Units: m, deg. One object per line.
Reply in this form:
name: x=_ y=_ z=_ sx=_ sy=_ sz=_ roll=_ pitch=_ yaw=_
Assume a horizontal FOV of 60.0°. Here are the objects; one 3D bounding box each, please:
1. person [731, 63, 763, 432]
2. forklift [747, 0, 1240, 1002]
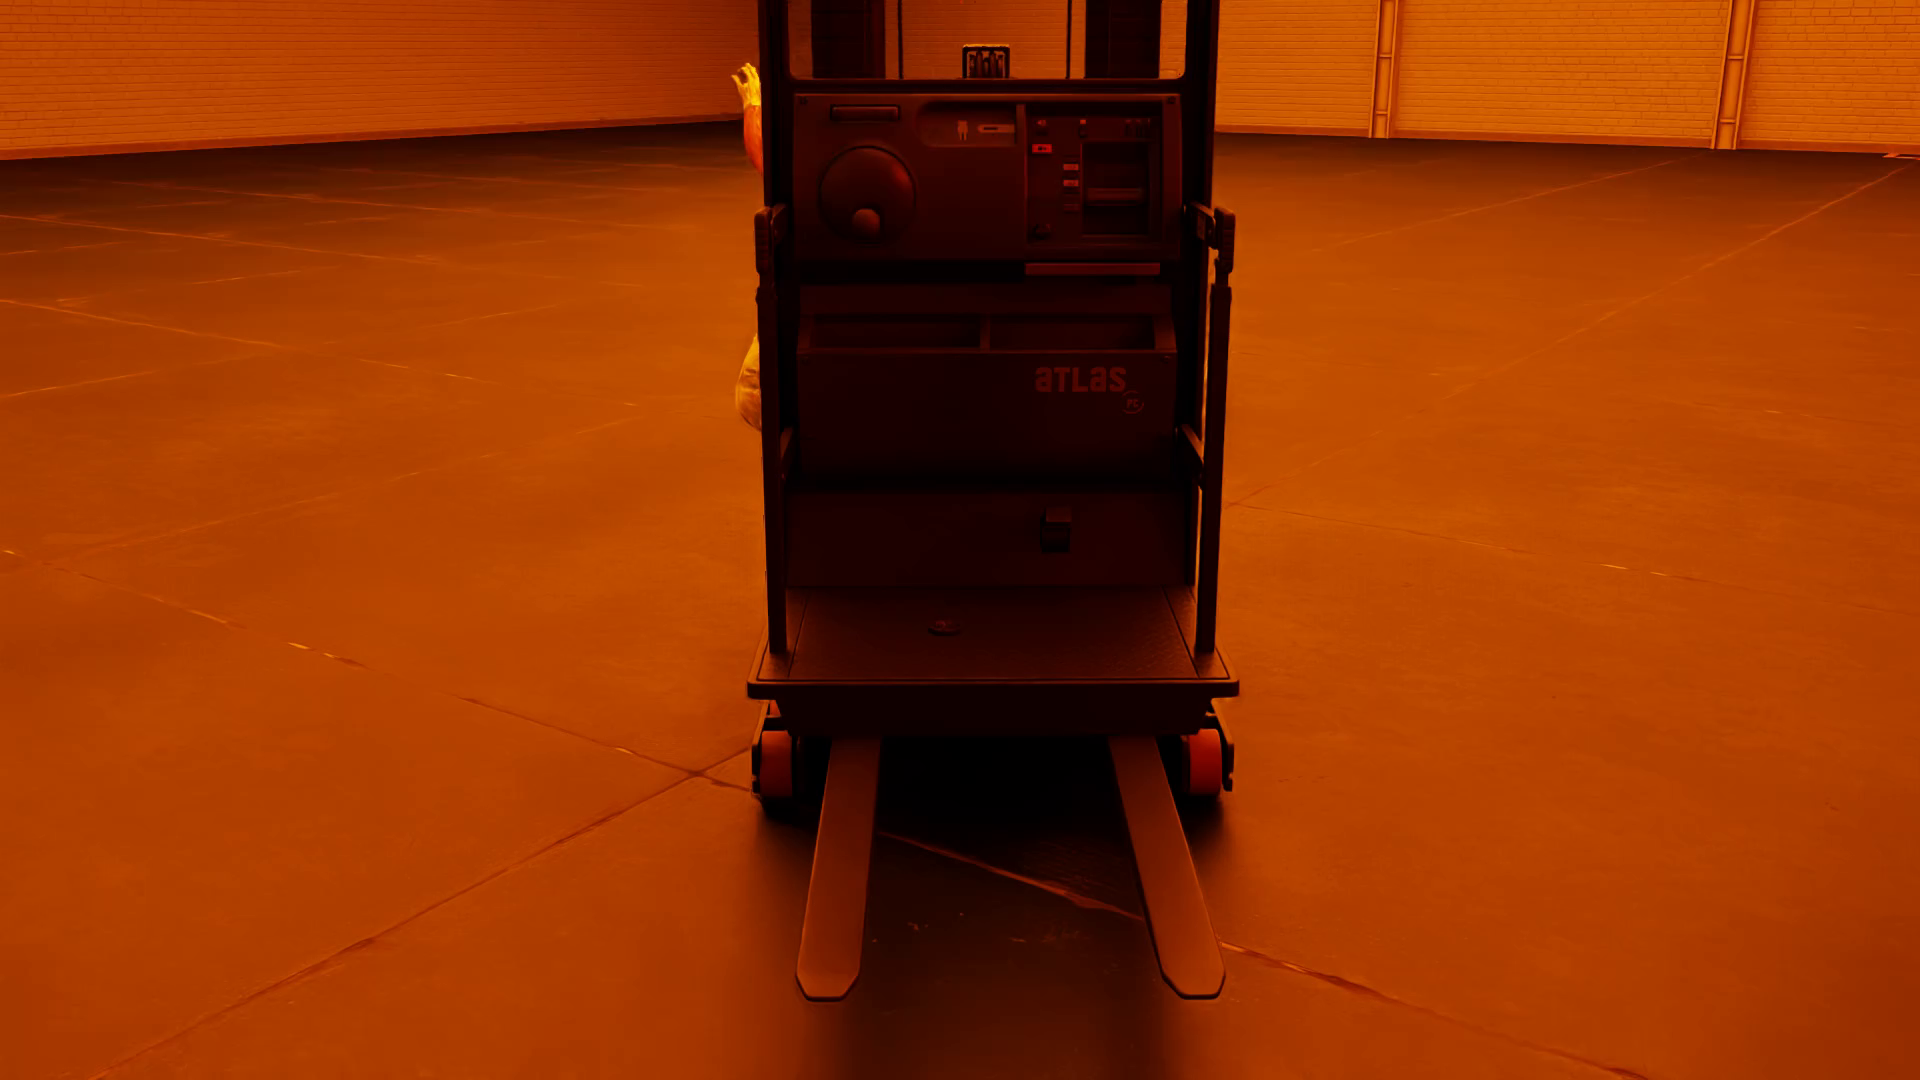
person: x=-0.344 y=-0.959 z=6.250 sx=0.700 sy=1.604 sz=1.081 roll=9 pitch=19 yaw=27
forklift: x=0.070 y=-0.883 z=3.787 sx=1.130 sy=2.935 sz=3.031 roll=0 pitch=17 yaw=-1
